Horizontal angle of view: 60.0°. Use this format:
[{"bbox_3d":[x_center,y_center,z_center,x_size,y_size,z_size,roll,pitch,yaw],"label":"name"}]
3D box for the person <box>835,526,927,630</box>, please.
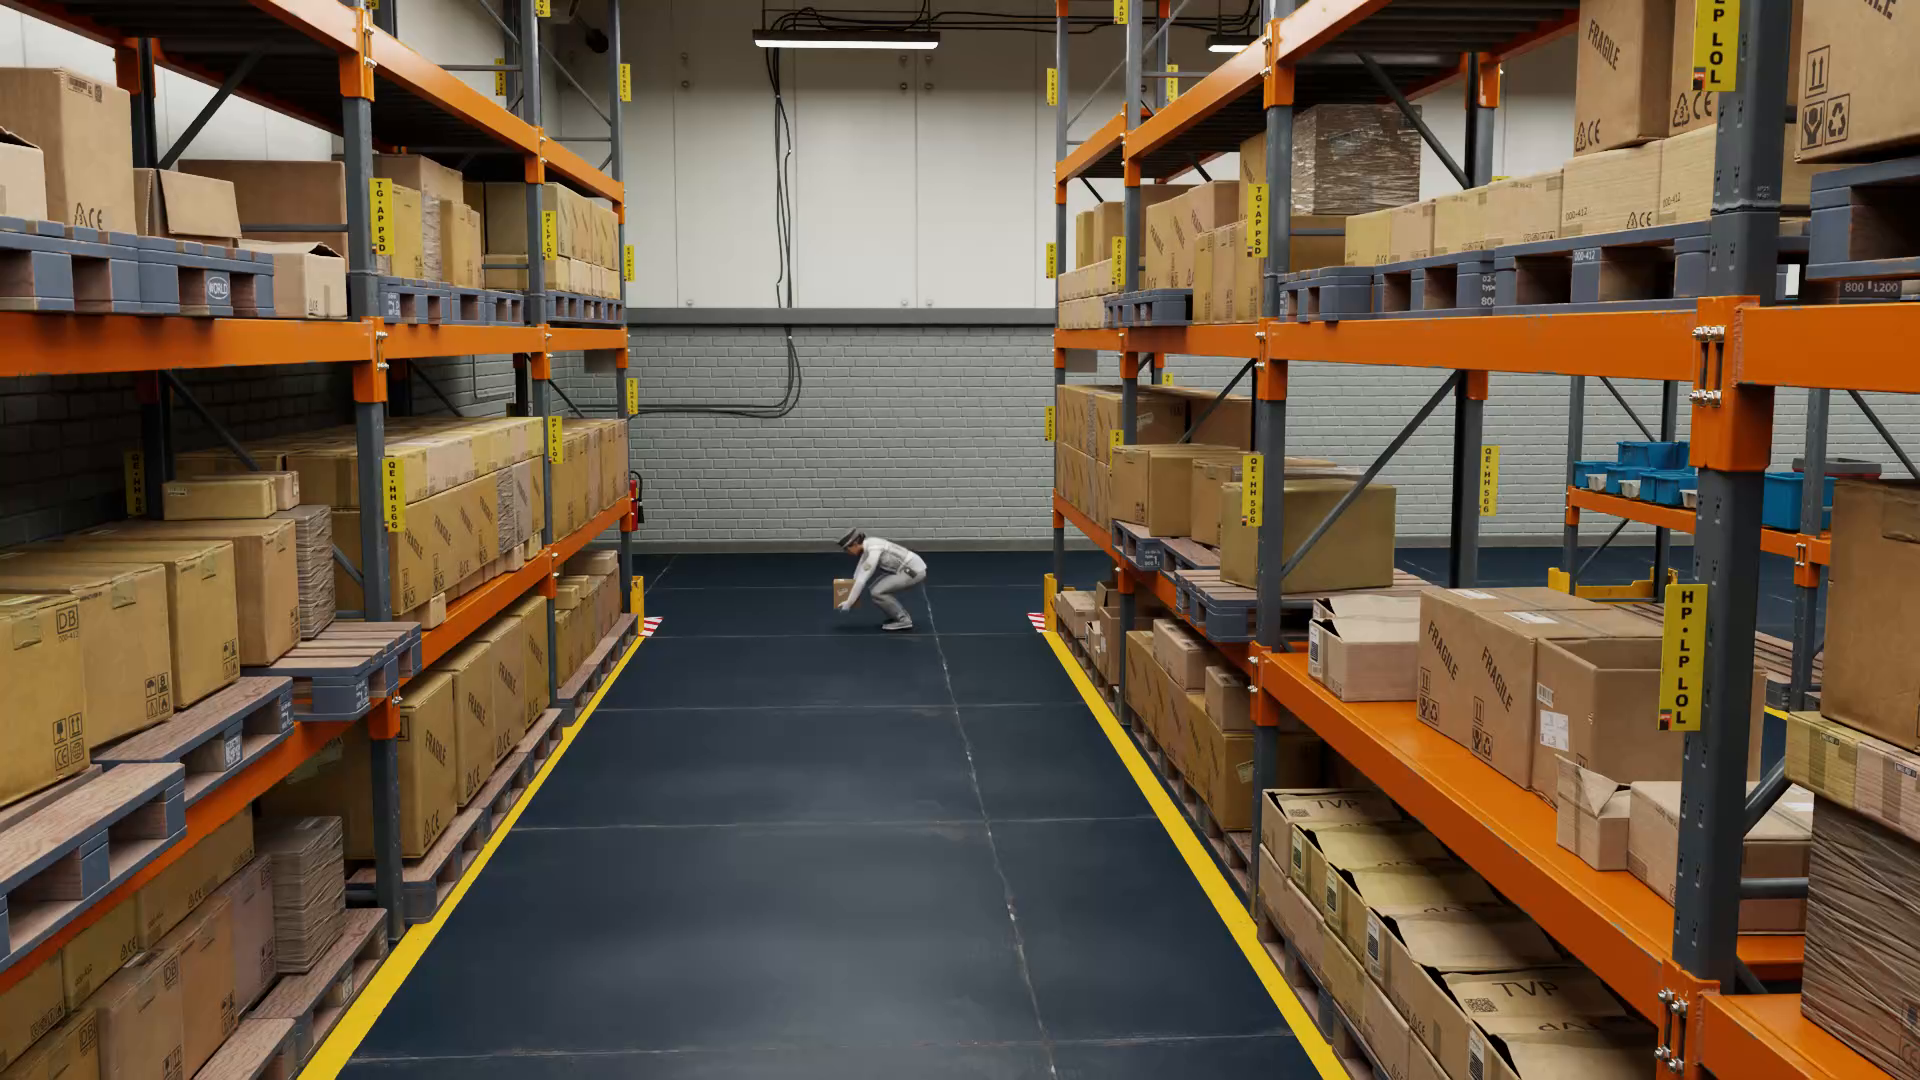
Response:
[{"bbox_3d":[-0.746,0.351,15.728,0.867,0.984,0.458,-1,7,-5],"label":"person"}]
